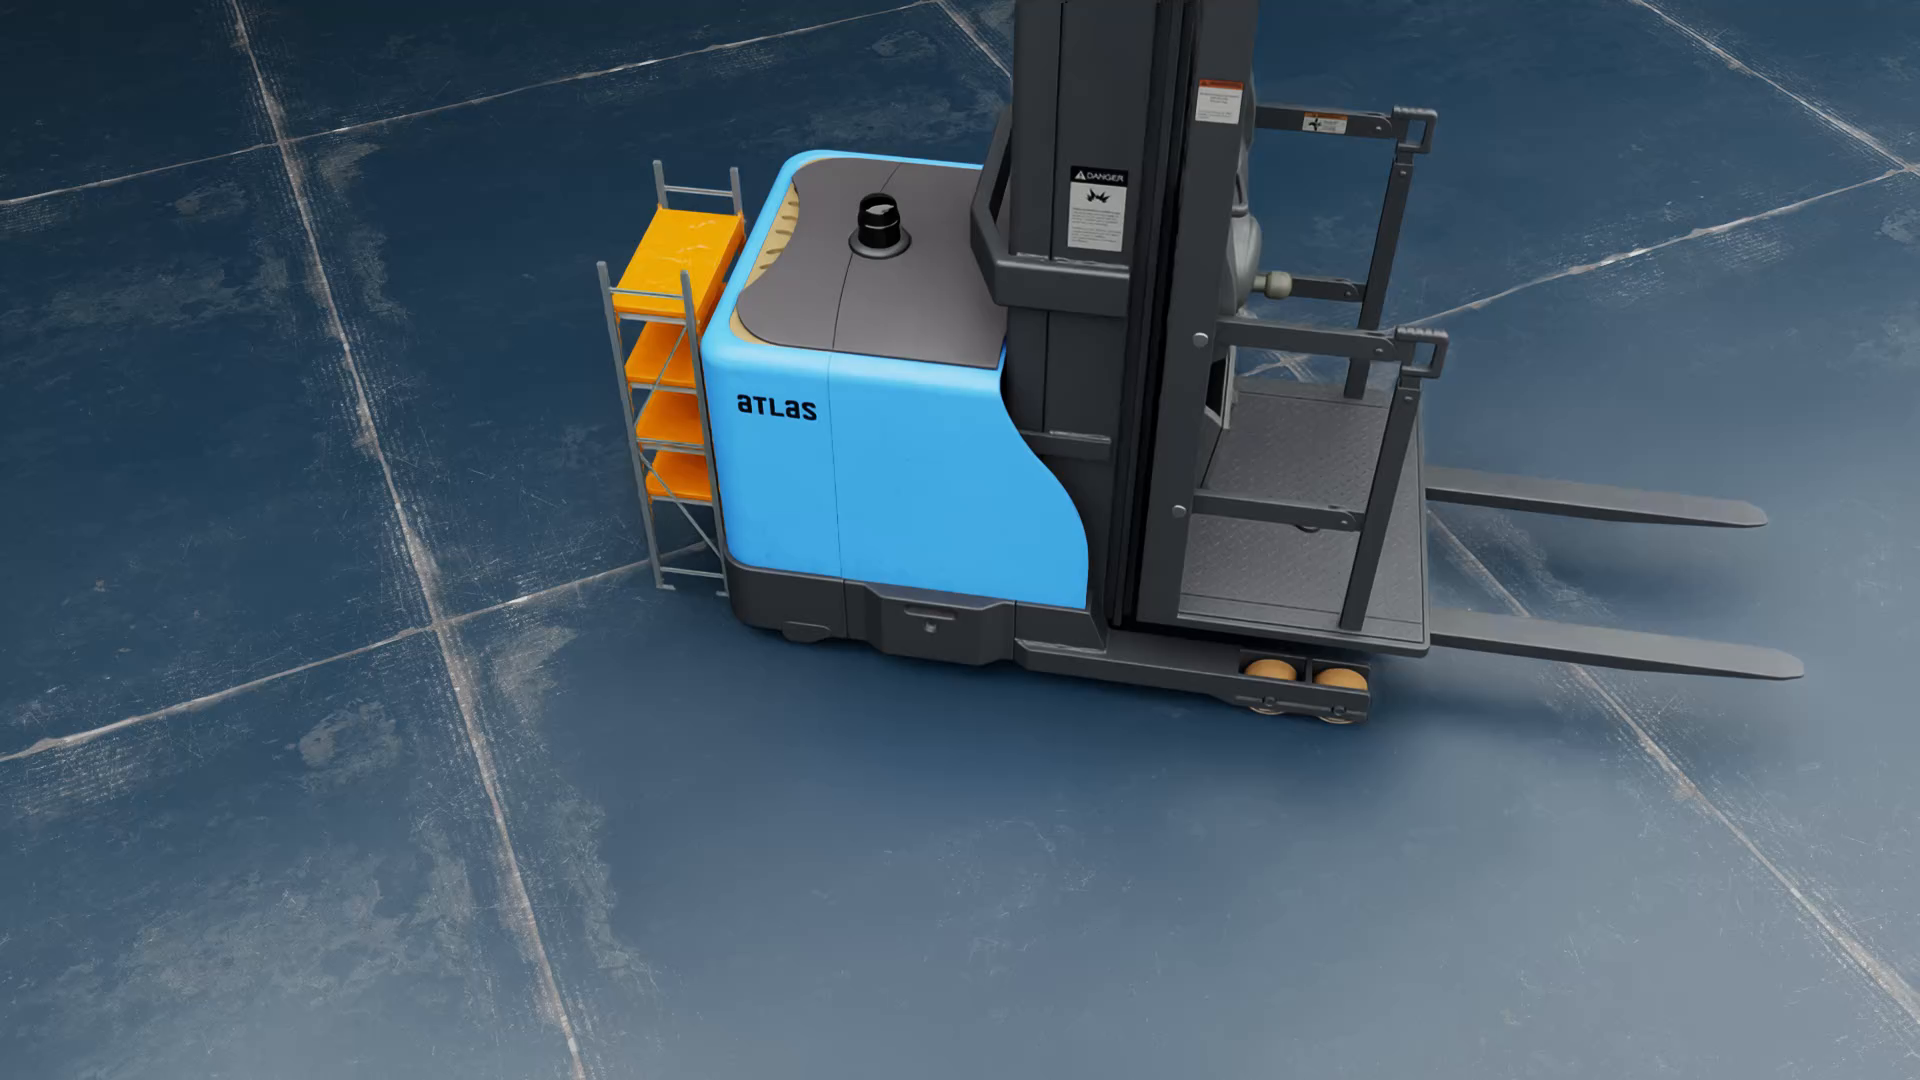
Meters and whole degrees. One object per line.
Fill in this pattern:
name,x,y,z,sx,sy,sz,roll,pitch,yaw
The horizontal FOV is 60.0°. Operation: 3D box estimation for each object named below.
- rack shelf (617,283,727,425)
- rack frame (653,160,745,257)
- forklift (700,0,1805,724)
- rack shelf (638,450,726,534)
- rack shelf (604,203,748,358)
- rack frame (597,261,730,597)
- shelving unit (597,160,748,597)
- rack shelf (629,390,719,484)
rack shelf,-0.771,-0.550,4.731,0.258,0.148,0.480,7,45,7
rack frame,-0.730,-0.608,5.012,0.240,1.200,0.015,7,45,7
forklift,0.882,-0.928,4.103,3.031,2.935,1.130,7,45,7
rack shelf,-0.771,-0.250,5.027,0.258,0.148,0.480,7,45,7
rack shelf,-0.771,-0.719,4.564,0.258,0.148,0.480,7,45,7
rack frame,-0.811,-0.270,4.669,0.240,1.200,0.015,7,45,7
shelving unit,-0.771,-0.439,4.840,0.258,1.200,0.503,7,45,7
rack shelf,-0.771,-0.391,4.888,0.258,0.148,0.480,7,45,7
